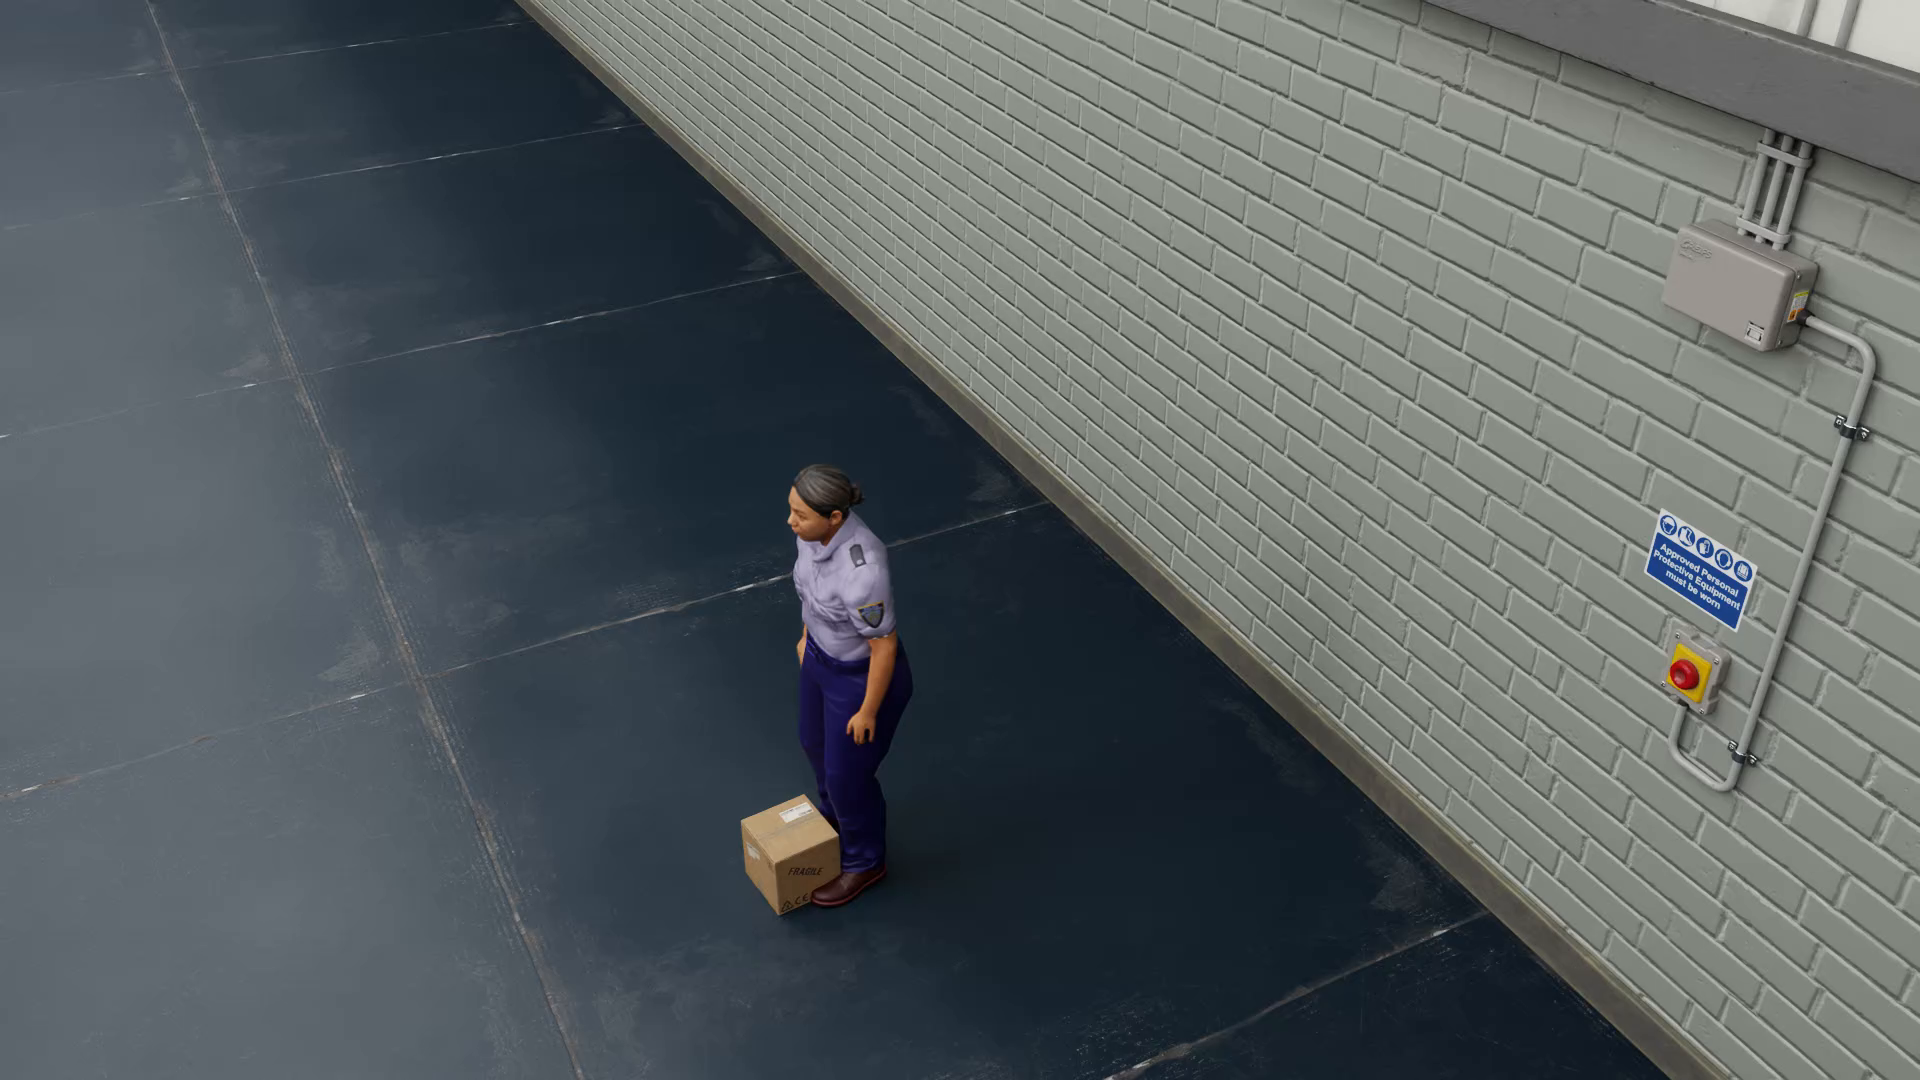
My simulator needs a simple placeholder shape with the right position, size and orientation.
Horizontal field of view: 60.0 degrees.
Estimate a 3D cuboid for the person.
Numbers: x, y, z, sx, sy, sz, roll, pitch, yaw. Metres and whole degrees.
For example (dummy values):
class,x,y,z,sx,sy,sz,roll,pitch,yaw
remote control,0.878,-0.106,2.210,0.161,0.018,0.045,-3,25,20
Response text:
class,x,y,z,sx,sy,sz,roll,pitch,yaw
person,-0.393,0.453,5.468,0.413,1.638,0.540,-16,36,-23
